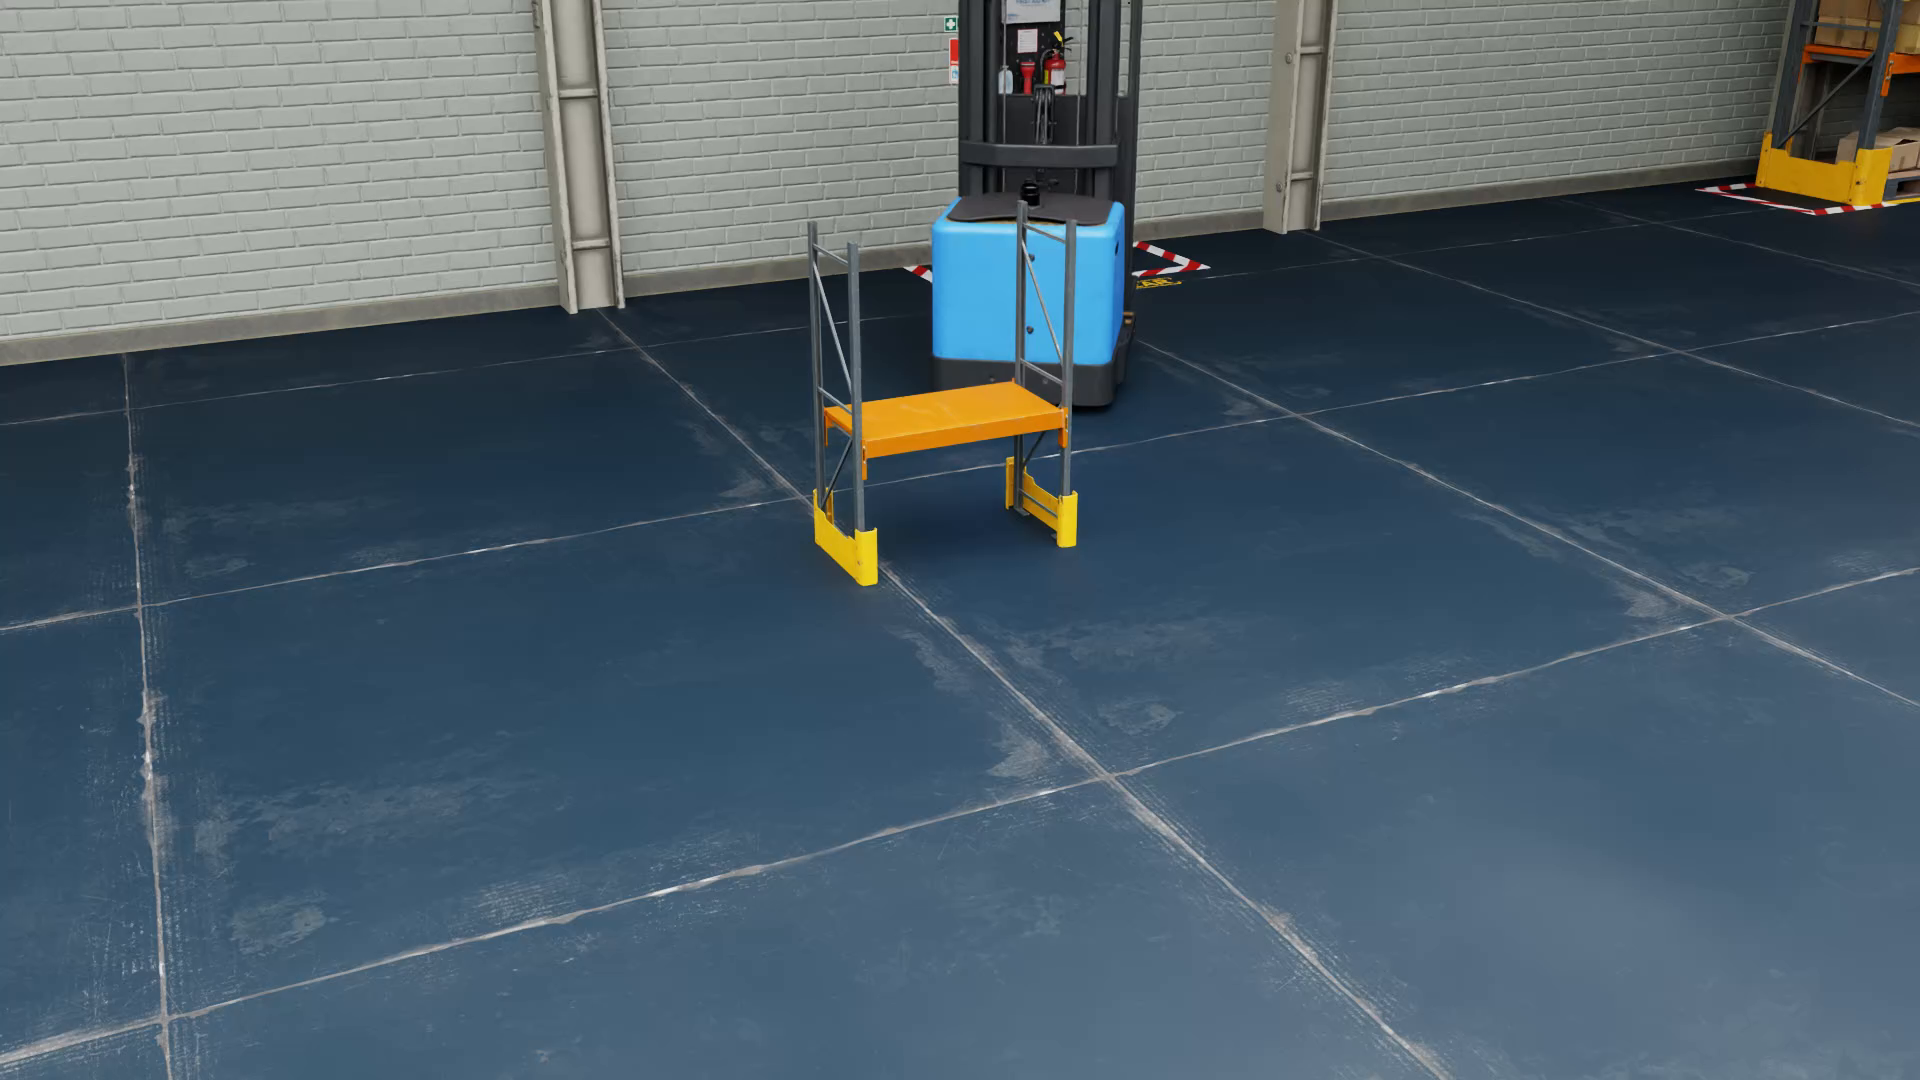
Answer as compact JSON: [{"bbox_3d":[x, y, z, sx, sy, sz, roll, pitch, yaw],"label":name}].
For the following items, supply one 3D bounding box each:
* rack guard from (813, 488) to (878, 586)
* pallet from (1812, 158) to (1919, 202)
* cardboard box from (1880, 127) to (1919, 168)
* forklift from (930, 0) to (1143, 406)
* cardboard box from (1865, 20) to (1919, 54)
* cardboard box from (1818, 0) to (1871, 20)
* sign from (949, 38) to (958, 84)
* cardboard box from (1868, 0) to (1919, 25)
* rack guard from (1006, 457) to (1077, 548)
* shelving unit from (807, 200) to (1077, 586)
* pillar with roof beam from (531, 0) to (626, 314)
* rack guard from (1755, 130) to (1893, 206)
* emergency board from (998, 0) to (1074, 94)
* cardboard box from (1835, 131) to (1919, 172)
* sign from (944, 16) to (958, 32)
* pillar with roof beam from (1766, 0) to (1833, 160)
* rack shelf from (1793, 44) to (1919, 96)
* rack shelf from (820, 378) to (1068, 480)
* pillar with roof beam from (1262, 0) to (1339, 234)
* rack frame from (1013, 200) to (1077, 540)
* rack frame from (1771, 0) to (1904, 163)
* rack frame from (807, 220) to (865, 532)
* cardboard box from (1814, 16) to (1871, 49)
[{"bbox_3d":[-0.517,-0.020,7.472,0.087,0.250,0.587,-10,25,-24],"label":"rack guard"},{"bbox_3d":[8.777,-3.465,15.846,1.213,0.211,1.003,-10,25,-24],"label":"pallet"},{"bbox_3d":[9.137,-3.758,15.847,0.500,0.311,0.500,-8,24,-19],"label":"cardboard box"},{"bbox_3d":[0.571,-2.638,10.291,1.130,2.935,3.031,4,23,8],"label":"forklift"},{"bbox_3d":[8.538,-4.530,14.942,0.500,0.250,0.500,-11,25,-25],"label":"cardboard box"},{"bbox_3d":[8.293,-5.057,15.233,0.500,0.500,0.500,-11,25,-24],"label":"cardboard box"},{"bbox_3d":[0.024,-3.601,12.481,0.234,0.329,0.001,-10,25,-24],"label":"sign"},{"bbox_3d":[8.521,-4.881,14.808,0.500,0.500,0.500,-10,25,-24],"label":"cardboard box"},{"bbox_3d":[0.380,-0.185,7.871,0.087,0.250,0.587,-10,25,-24],"label":"rack guard"},{"bbox_3d":[-0.069,-0.680,7.433,1.083,1.500,0.587,-10,25,-24],"label":"shelving unit"},{"bbox_3d":[-0.729,-4.331,6.446,0.400,9.000,9.100,-10,25,-24],"label":"pillar with roof beam"},{"bbox_3d":[8.029,-3.476,15.494,0.348,0.500,1.175,-10,25,-24],"label":"rack guard"},{"bbox_3d":[0.567,-3.641,12.624,0.643,1.169,0.194,-10,25,-24],"label":"emergency board"},{"bbox_3d":[8.623,-3.663,15.618,0.500,0.311,0.500,-14,26,-30],"label":"cardboard box"},{"bbox_3d":[0.032,-3.844,12.374,0.331,0.109,0.001,-10,25,-24],"label":"sign"},{"bbox_3d":[10.084,-6.321,11.255,0.400,9.000,9.100,-10,25,-24],"label":"pillar with roof beam"},{"bbox_3d":[9.763,-4.618,15.925,4.000,0.370,1.077,-10,25,-24],"label":"rack shelf"},{"bbox_3d":[-0.077,-0.513,7.498,1.000,0.185,0.538,-10,25,-24],"label":"rack shelf"},{"bbox_3d":[4.677,-5.326,8.851,0.400,9.000,9.100,-10,25,-24],"label":"pillar with roof beam"},{"bbox_3d":[0.381,-0.763,7.633,0.032,1.500,0.500,-10,25,-24],"label":"rack frame"},{"bbox_3d":[7.961,-4.619,14.986,0.127,3.000,1.000,-10,25,-24],"label":"rack frame"},{"bbox_3d":[-0.535,-0.595,7.225,0.032,1.500,0.500,-10,25,-24],"label":"rack frame"},{"bbox_3d":[8.298,-4.703,15.359,0.500,0.250,0.500,-10,25,-23],"label":"cardboard box"}]
